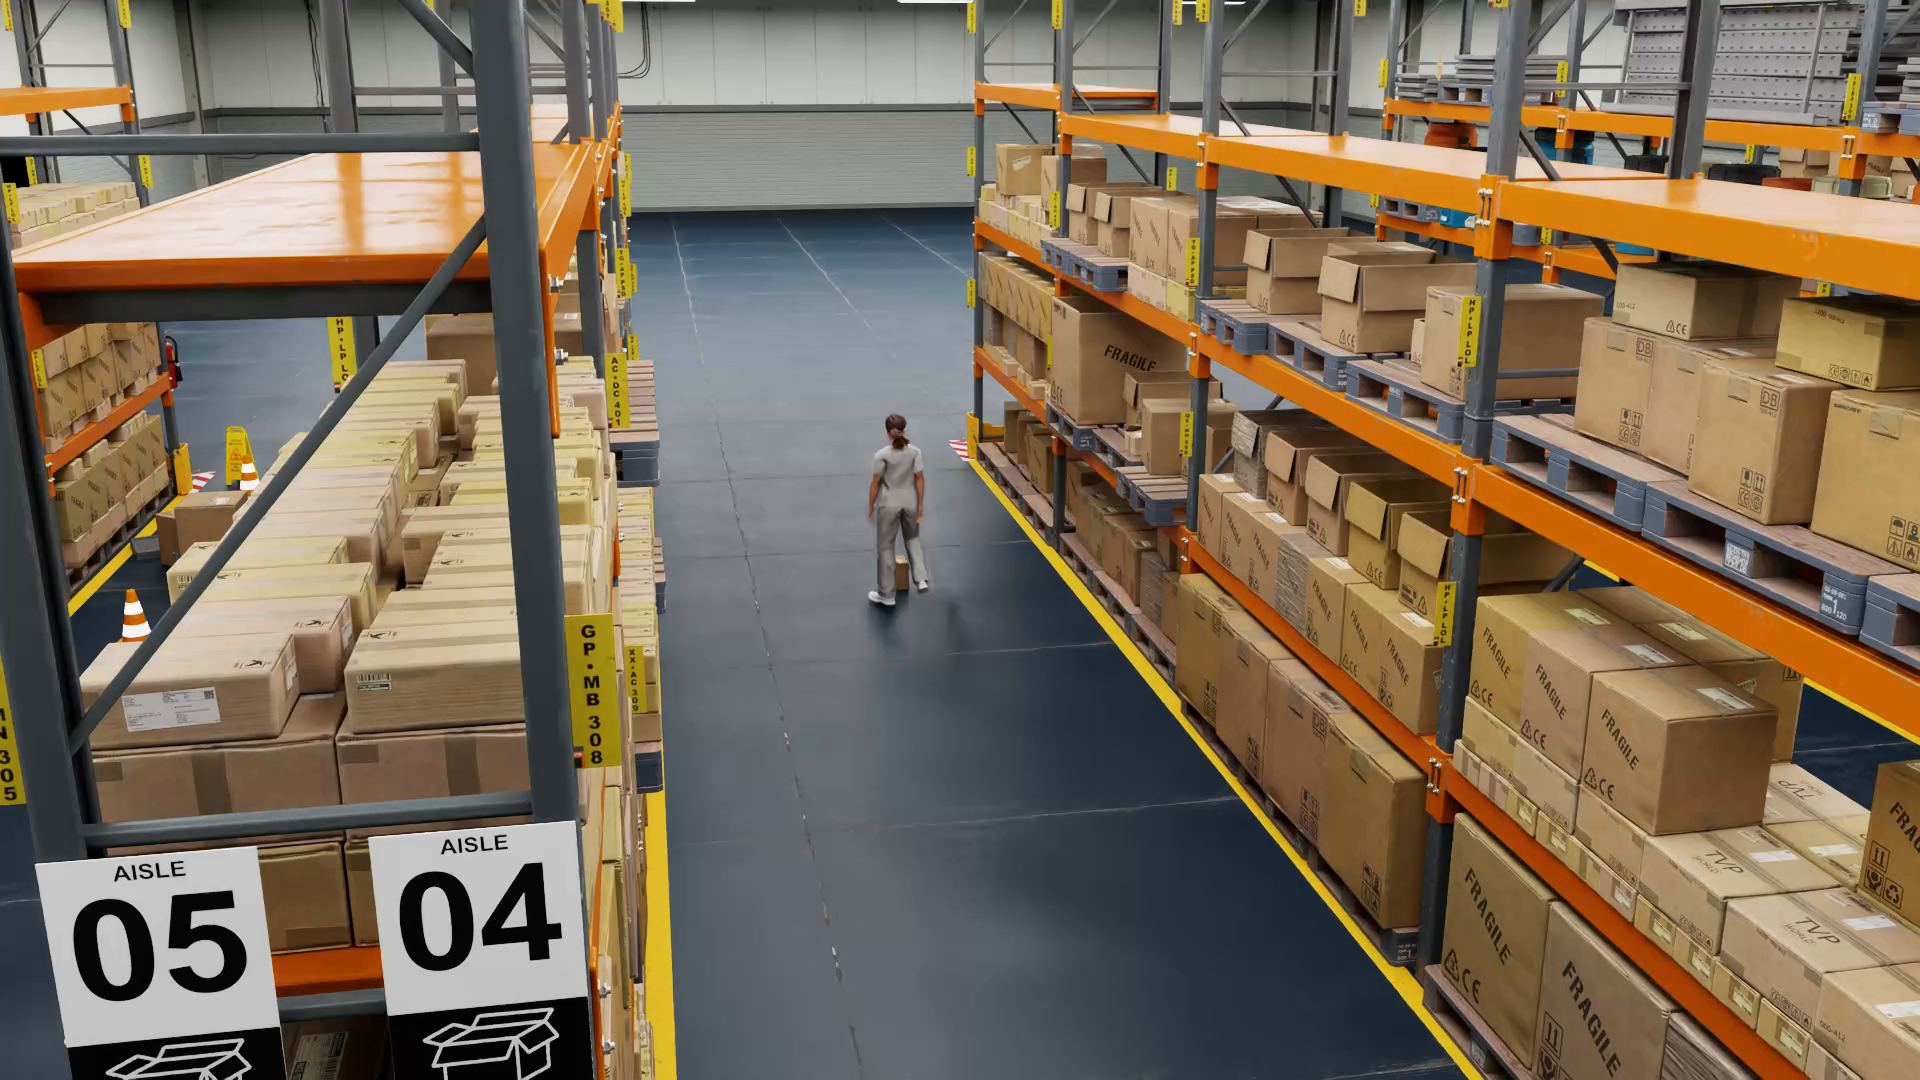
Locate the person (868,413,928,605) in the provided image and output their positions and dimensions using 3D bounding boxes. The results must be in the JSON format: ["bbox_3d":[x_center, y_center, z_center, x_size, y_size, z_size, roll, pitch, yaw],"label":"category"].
[{"bbox_3d":[-0.524,-0.266,14.363,0.495,1.668,0.428,-7,18,-24],"label":"person"}]
